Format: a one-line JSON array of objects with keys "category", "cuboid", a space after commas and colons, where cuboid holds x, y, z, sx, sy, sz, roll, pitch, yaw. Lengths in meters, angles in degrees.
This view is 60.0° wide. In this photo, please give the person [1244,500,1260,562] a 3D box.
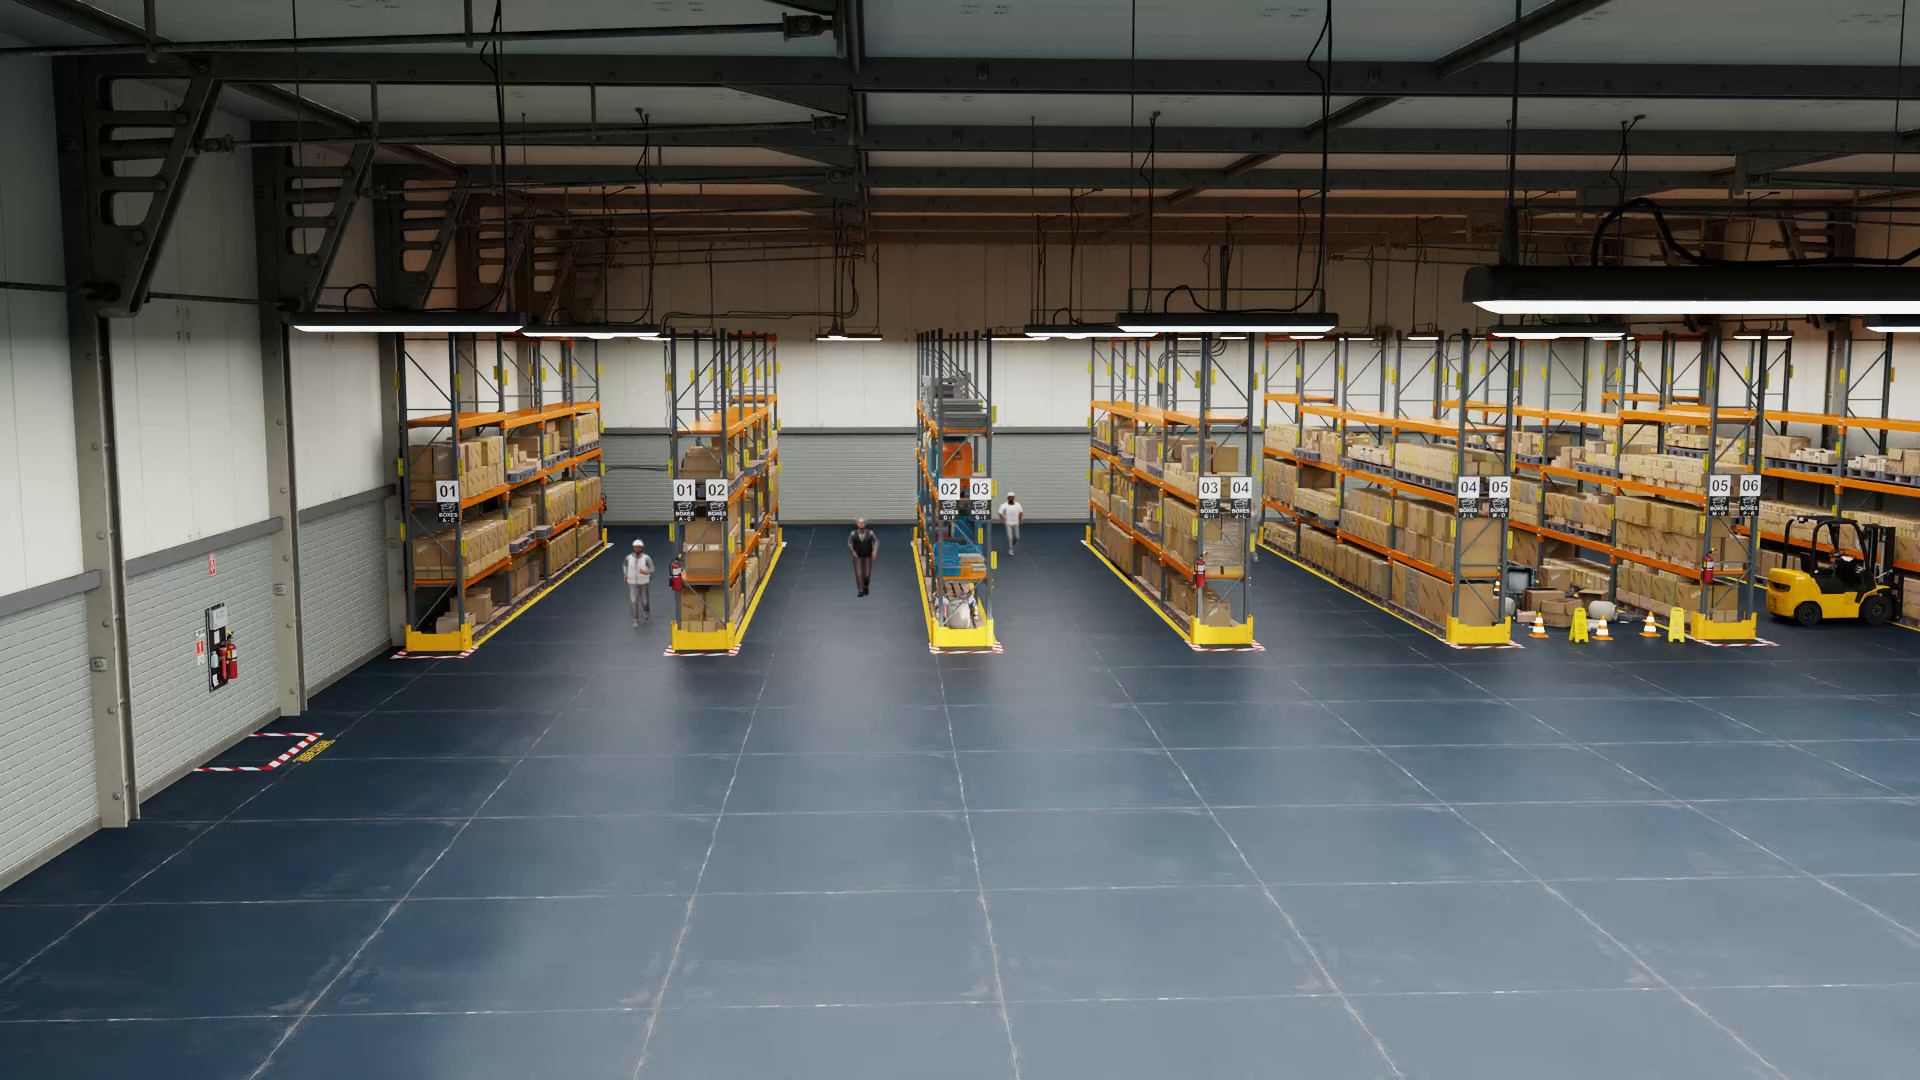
[{"category": "person", "cuboid": [7.692, -0.267, 43.882, 0.534, 1.592, 0.883, -1, 7, -9]}]

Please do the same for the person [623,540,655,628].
[{"category": "person", "cuboid": [-6.531, 0.871, 33.768, 0.667, 1.750, 0.915, 0, 7, -2]}]

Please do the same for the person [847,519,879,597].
[{"category": "person", "cuboid": [-2.089, 0.384, 35.803, 0.692, 1.694, 0.552, -1, 7, -5]}]

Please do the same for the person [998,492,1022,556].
[{"category": "person", "cuboid": [1.393, -0.433, 45.002, 0.696, 1.719, 0.558, -1, 7, -12]}]
